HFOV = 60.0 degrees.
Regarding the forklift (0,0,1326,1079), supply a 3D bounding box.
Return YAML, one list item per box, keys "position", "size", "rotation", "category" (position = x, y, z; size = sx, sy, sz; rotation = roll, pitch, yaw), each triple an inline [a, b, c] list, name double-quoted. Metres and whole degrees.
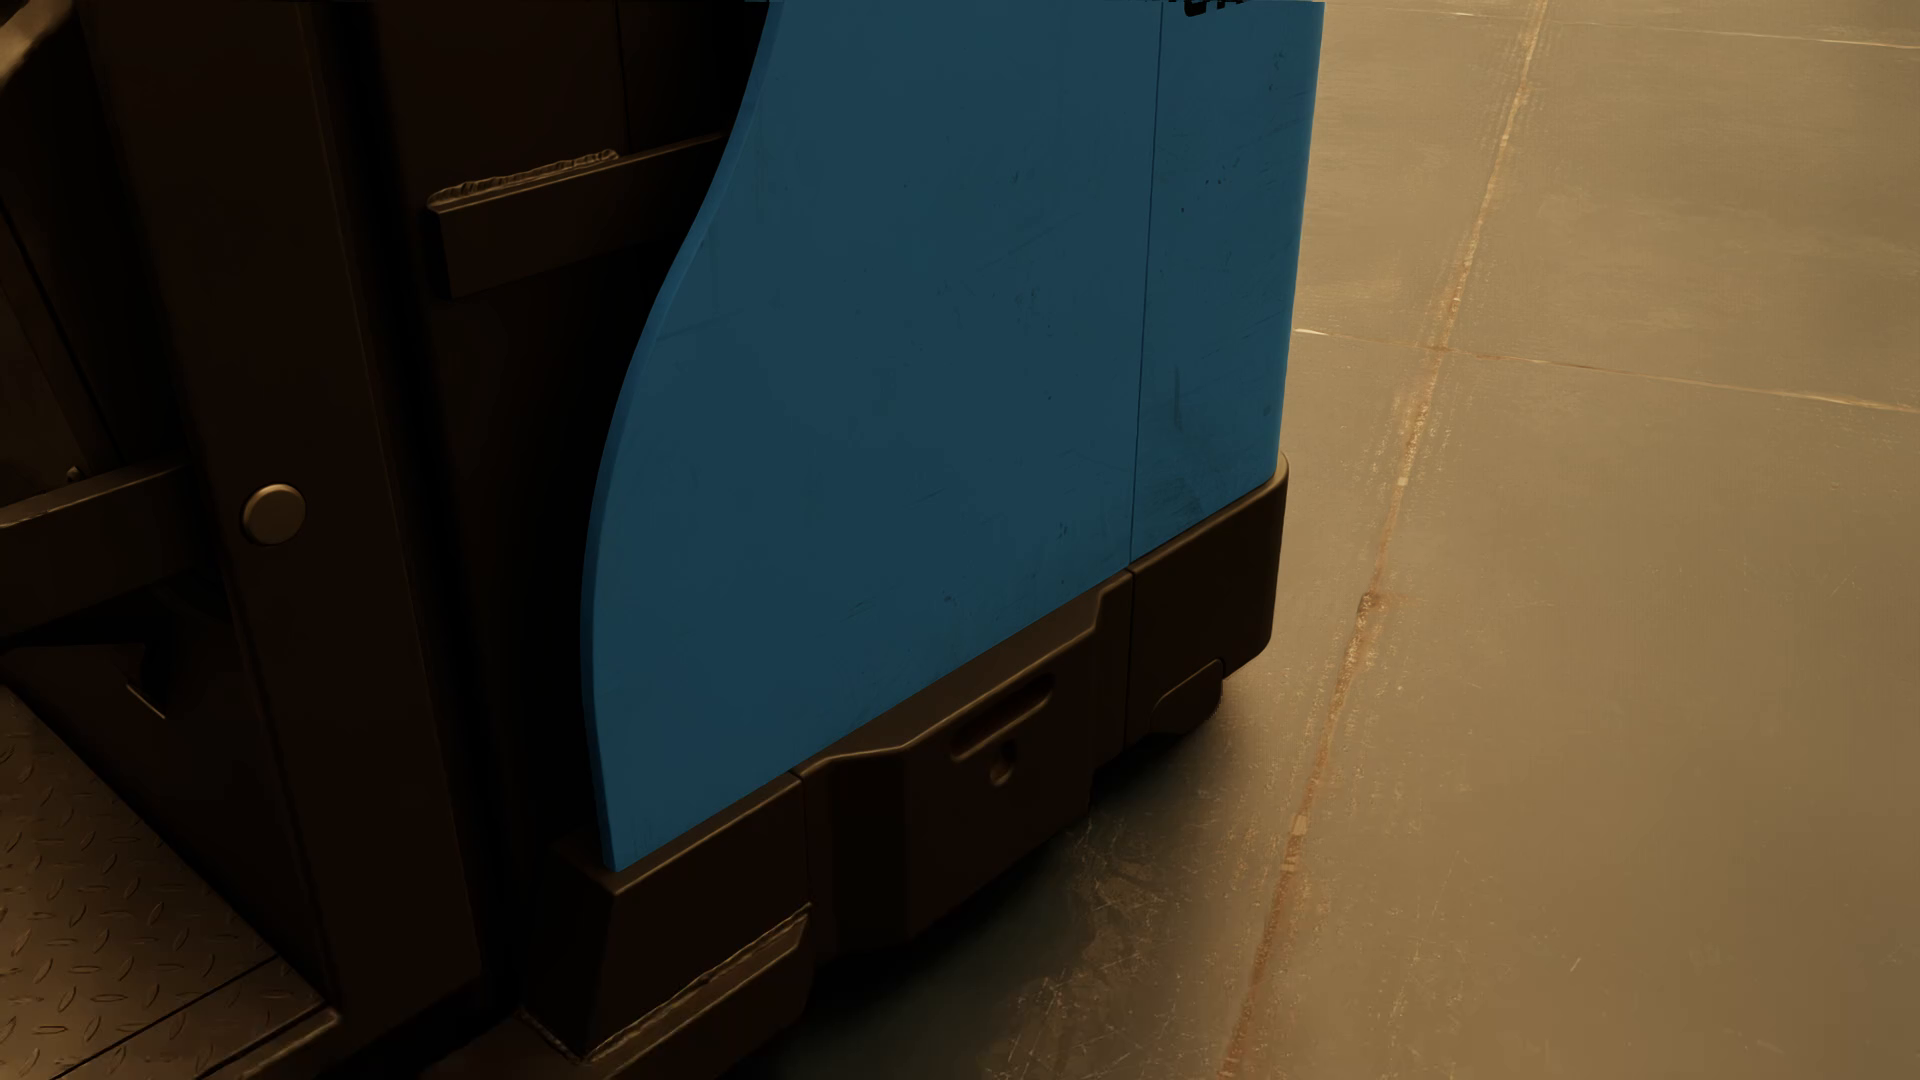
- position: [-0.969, -0.734, 0.823]
  size: [1.130, 2.935, 3.031]
  rotation: [25, 38, 36]
  category: "forklift"
